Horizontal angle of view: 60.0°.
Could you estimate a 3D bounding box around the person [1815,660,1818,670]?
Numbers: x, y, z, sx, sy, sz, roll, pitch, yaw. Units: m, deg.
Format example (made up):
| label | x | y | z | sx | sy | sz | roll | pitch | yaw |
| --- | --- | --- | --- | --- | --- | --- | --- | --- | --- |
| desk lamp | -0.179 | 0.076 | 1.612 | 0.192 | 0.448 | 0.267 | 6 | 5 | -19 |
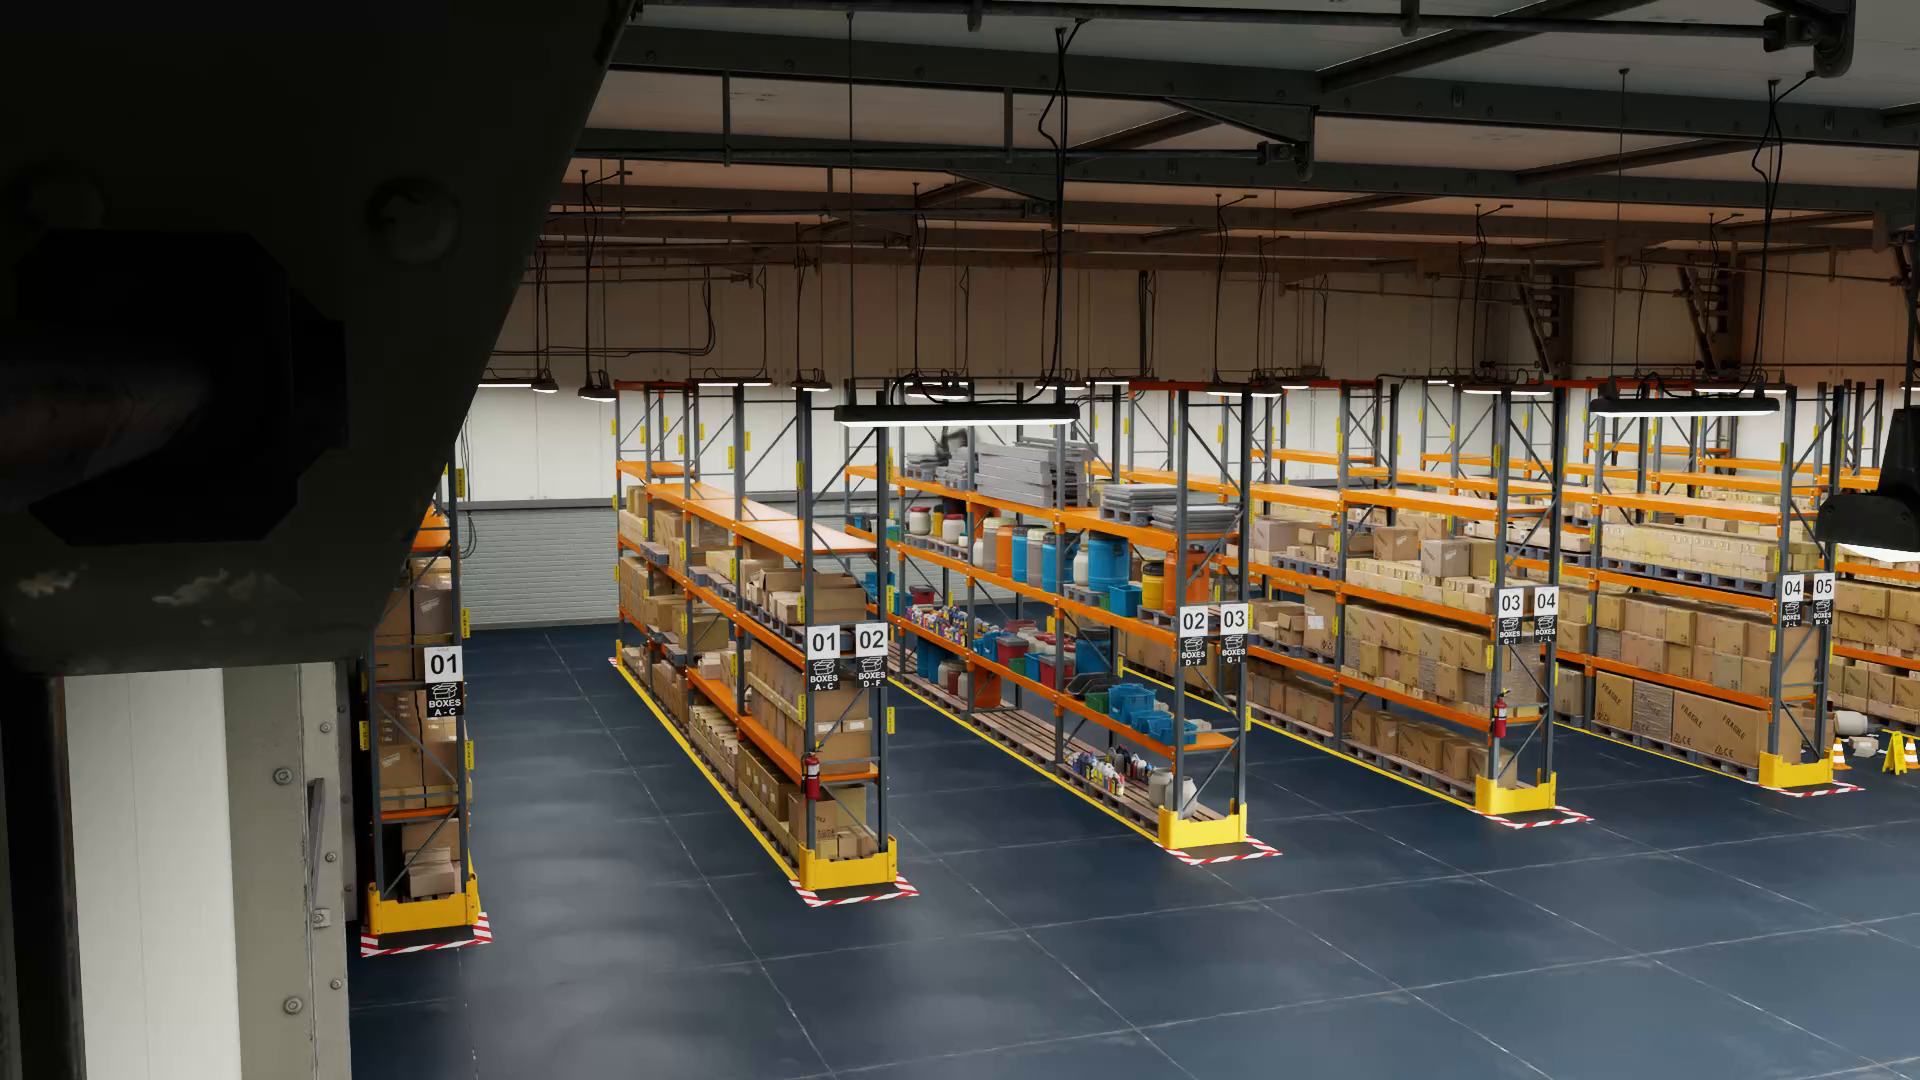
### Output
| label | x | y | z | sx | sy | sz | roll | pitch | yaw |
| --- | --- | --- | --- | --- | --- | --- | --- | --- | --- |
| person | 16.835 | 2.072 | 32.627 | 0.697 | 1.605 | 0.922 | -4 | 7 | -34 |
